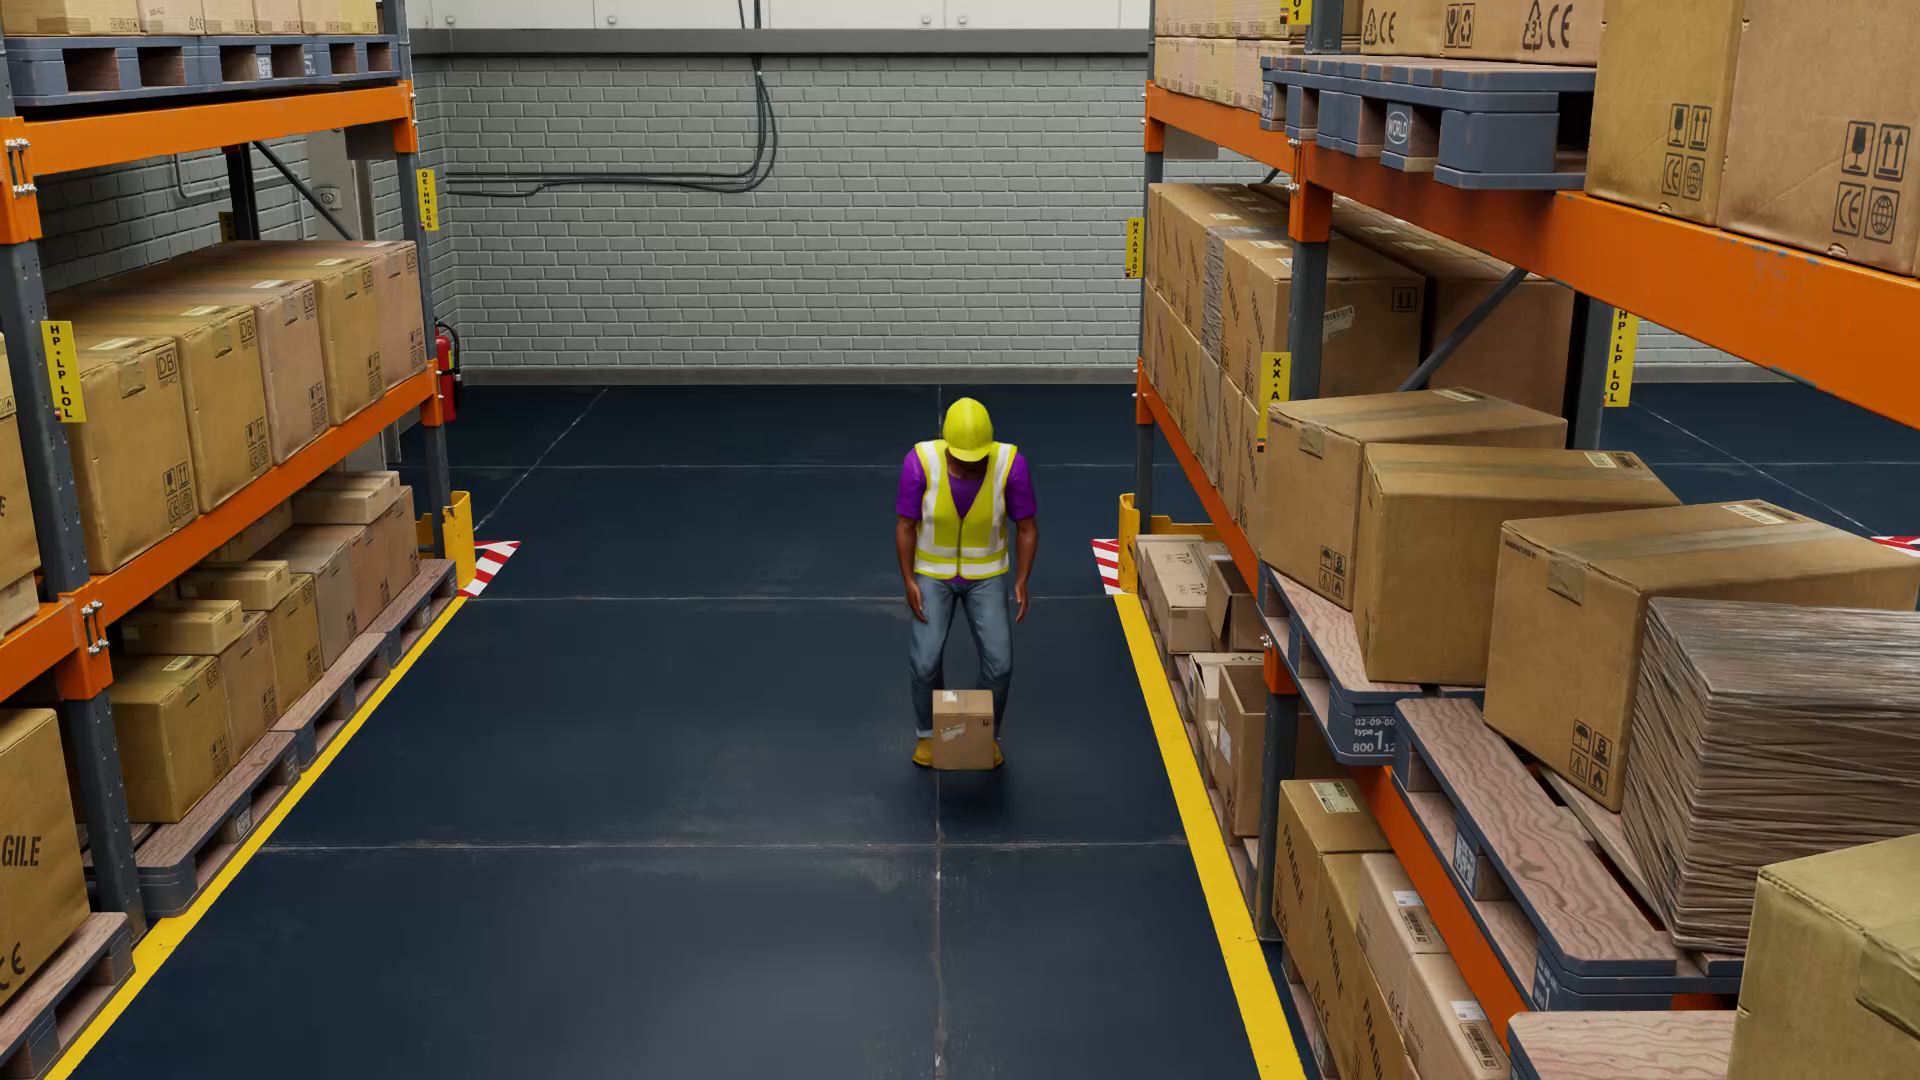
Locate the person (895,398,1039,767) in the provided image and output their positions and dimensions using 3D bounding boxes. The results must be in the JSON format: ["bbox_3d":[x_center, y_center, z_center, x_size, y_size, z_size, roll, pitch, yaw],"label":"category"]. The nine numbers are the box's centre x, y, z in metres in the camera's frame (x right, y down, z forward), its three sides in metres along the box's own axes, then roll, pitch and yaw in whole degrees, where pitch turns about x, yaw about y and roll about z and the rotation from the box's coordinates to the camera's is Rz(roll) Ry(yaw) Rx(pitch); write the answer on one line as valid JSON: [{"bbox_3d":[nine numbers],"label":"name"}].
[{"bbox_3d":[0.029,0.175,7.138,0.610,1.648,0.554,0,17,0],"label":"person"}]
